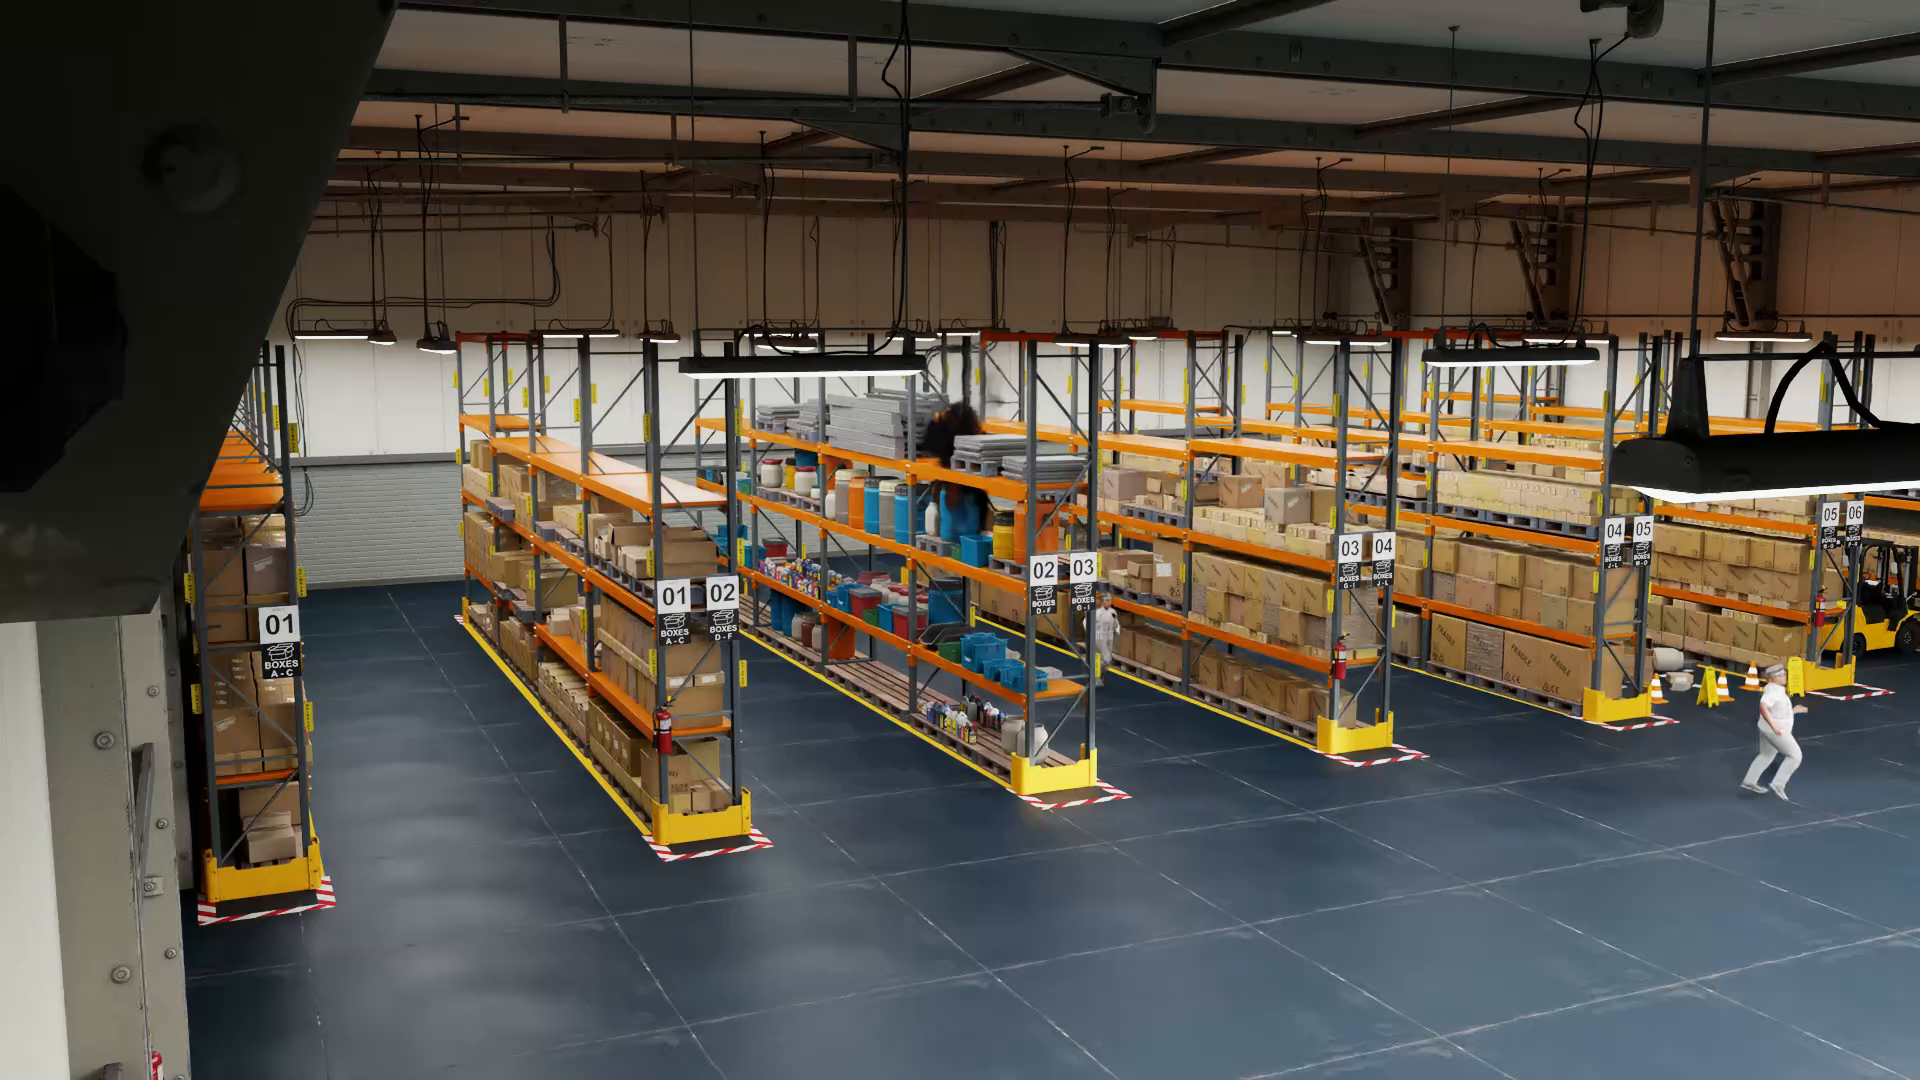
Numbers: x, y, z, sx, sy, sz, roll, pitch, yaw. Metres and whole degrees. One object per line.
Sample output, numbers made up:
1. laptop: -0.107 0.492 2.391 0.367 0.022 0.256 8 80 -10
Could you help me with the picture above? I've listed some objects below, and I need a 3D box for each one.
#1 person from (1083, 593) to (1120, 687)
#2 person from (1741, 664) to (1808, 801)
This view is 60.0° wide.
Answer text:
1. person: 2.458 1.700 28.230 0.583 1.647 0.700 -5 9 -31
2. person: 10.736 2.527 21.869 0.744 1.828 0.635 1 8 9
